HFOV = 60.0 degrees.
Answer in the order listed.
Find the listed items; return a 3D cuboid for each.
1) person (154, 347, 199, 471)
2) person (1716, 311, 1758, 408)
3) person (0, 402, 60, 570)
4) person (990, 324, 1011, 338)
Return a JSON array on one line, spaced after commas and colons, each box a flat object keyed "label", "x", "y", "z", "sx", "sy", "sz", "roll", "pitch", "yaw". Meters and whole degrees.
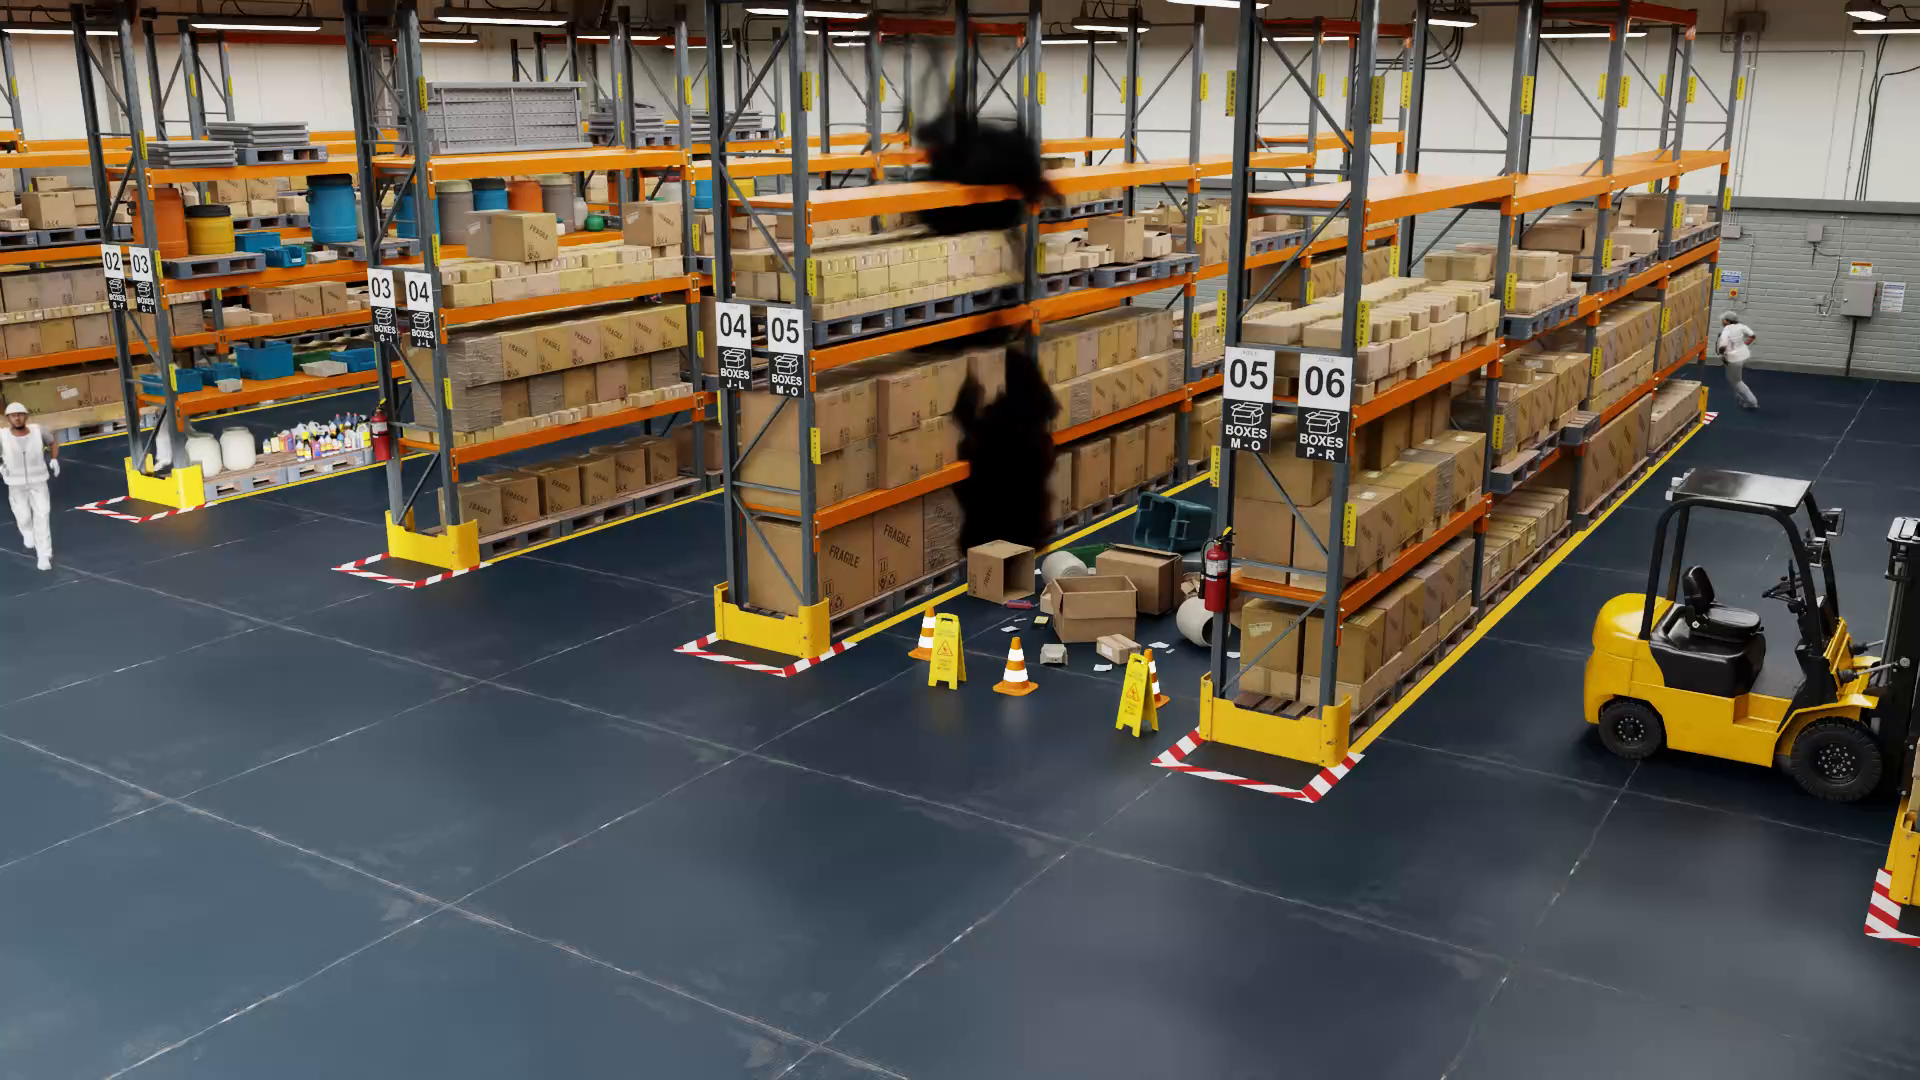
[{"label": "person", "x": -10.682, "y": -1.826, "z": 22.661, "sx": 0.559, "sy": 1.701, "sz": 0.839, "roll": 11, "pitch": 19, "yaw": 33}, {"label": "person", "x": 12.435, "y": -2.869, "z": 26.609, "sx": 0.790, "sy": 1.604, "sz": 0.630, "roll": -8, "pitch": 17, "yaw": -26}, {"label": "person", "x": -10.152, "y": -0.623, "z": 18.101, "sx": 0.699, "sy": 1.782, "sz": 0.984, "roll": -9, "pitch": 18, "yaw": -30}, {"label": "person", "x": 0.633, "y": -2.399, "z": 24.557, "sx": 0.672, "sy": 1.829, "sz": 0.777, "roll": 7, "pitch": 17, "yaw": 23}]
